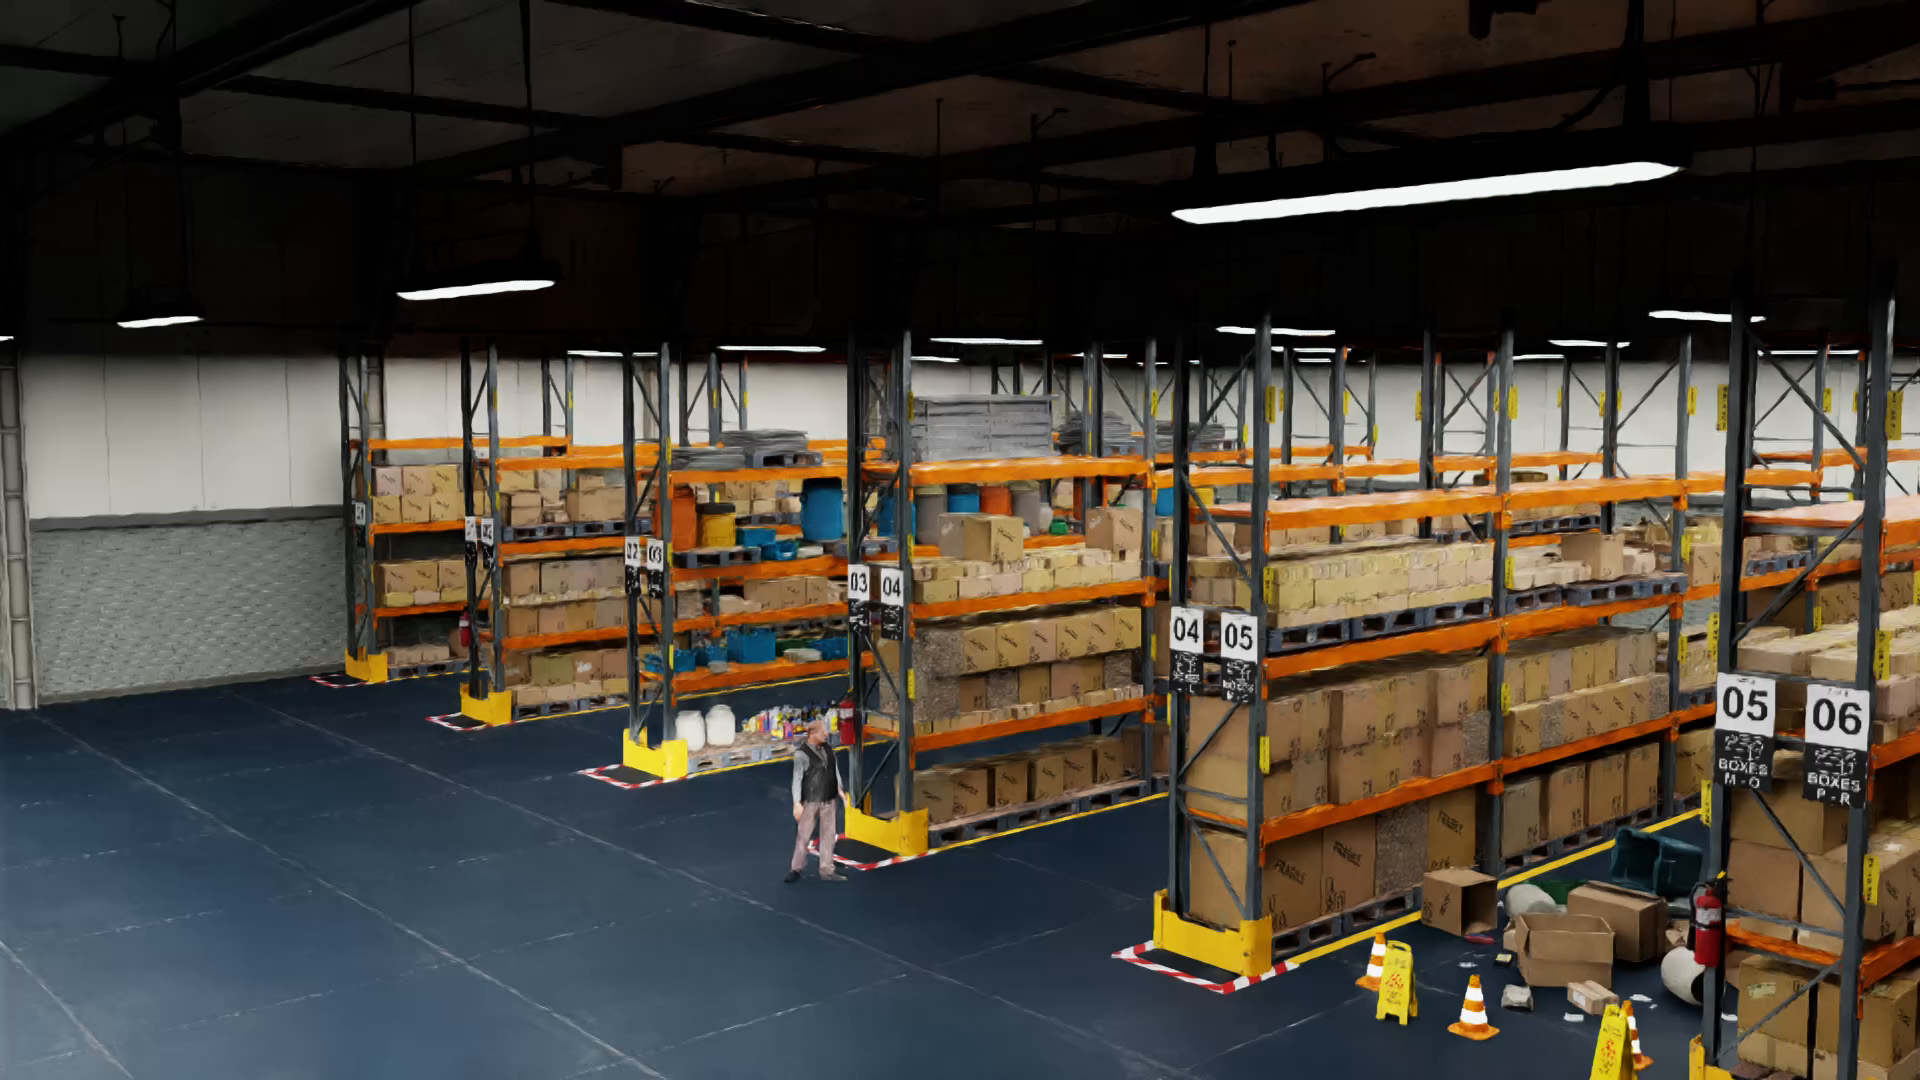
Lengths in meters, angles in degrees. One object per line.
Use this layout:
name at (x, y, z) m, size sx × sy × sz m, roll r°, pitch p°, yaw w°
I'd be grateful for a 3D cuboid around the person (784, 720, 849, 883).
person at (-1.507, 2.740, 17.501) m, size 0.709 × 1.719 × 0.499 m, roll -5°, pitch 7°, yaw -43°
